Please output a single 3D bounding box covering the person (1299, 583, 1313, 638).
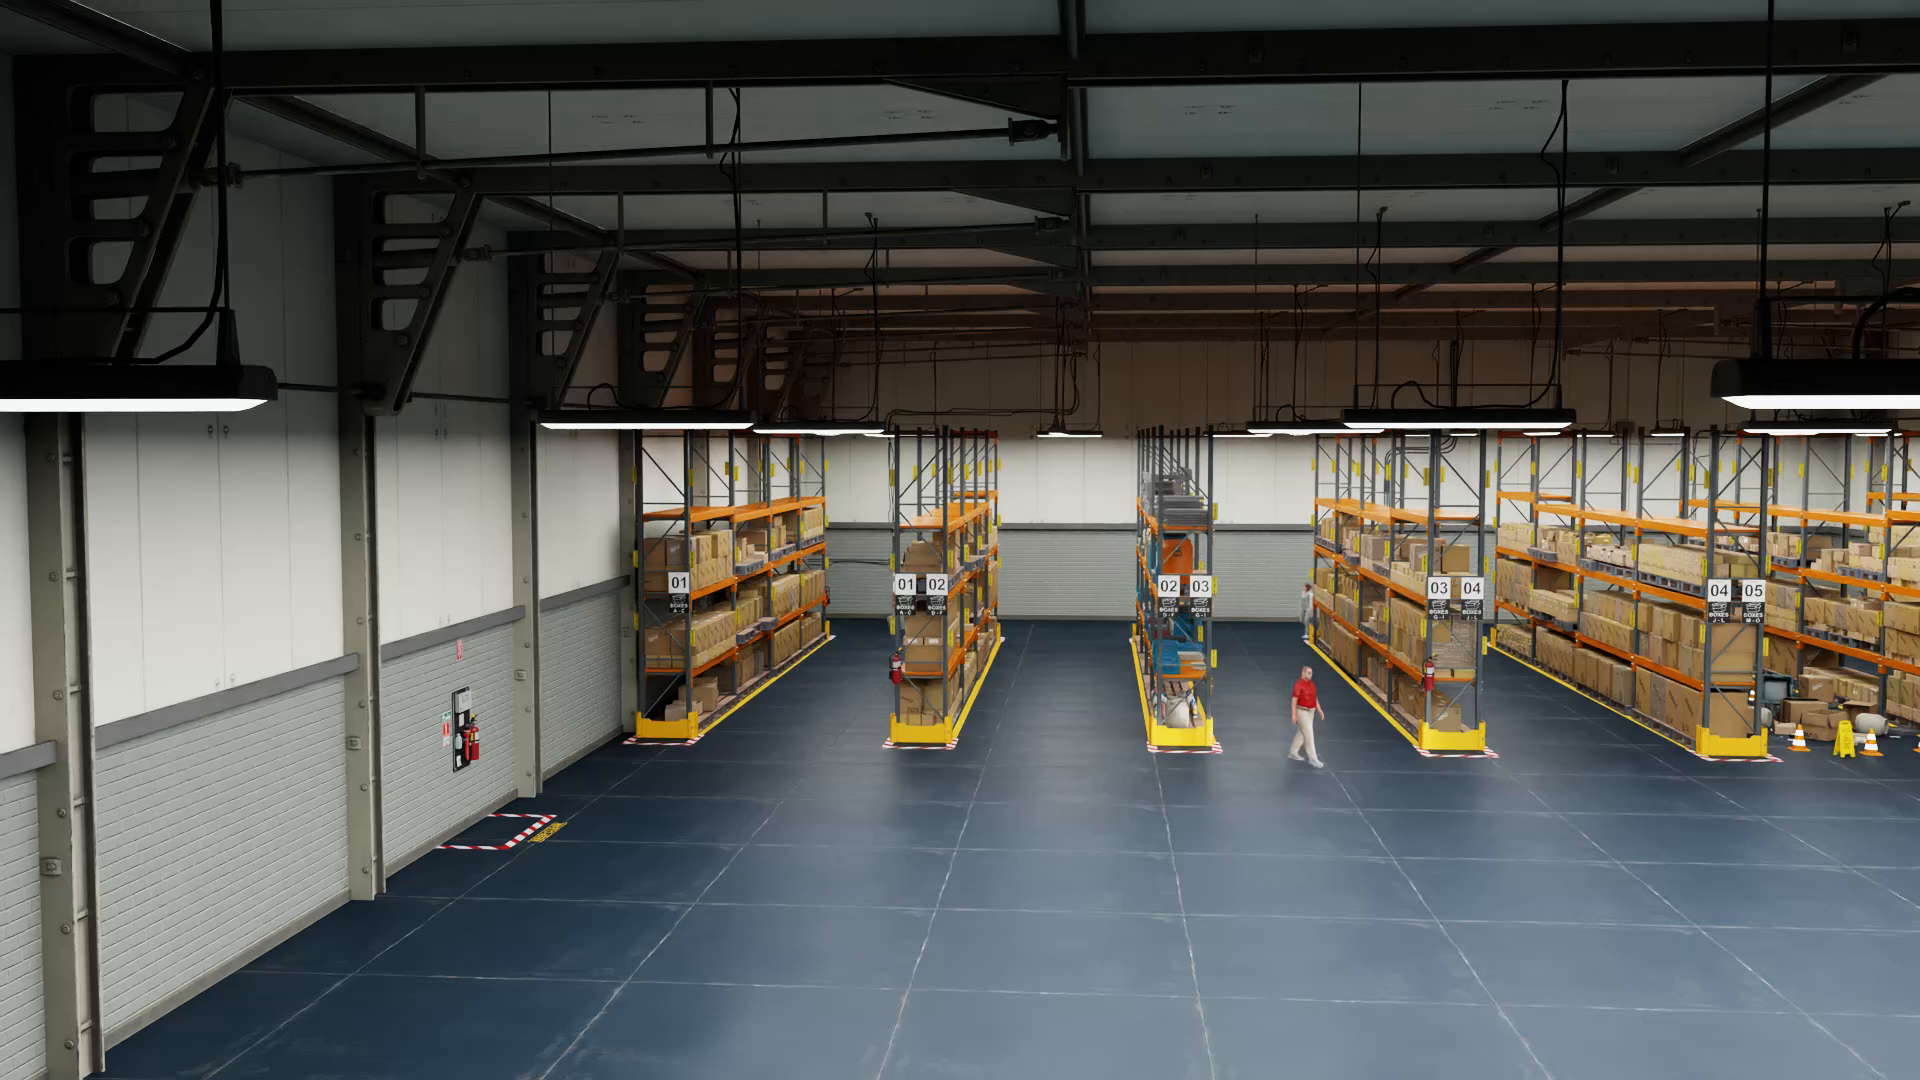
[{"bbox_3d":[10.050,2.027,48.026,0.531,1.586,0.423,-2,4,-33],"label":"person"}]

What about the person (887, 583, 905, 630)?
[{"bbox_3d":[-1.846,1.823,50.157,0.741,1.753,0.541,0,3,5],"label":"person"}]

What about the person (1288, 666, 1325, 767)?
[{"bbox_3d":[6.169,3.085,29.400,0.830,1.700,0.575,3,4,38],"label":"person"}]
